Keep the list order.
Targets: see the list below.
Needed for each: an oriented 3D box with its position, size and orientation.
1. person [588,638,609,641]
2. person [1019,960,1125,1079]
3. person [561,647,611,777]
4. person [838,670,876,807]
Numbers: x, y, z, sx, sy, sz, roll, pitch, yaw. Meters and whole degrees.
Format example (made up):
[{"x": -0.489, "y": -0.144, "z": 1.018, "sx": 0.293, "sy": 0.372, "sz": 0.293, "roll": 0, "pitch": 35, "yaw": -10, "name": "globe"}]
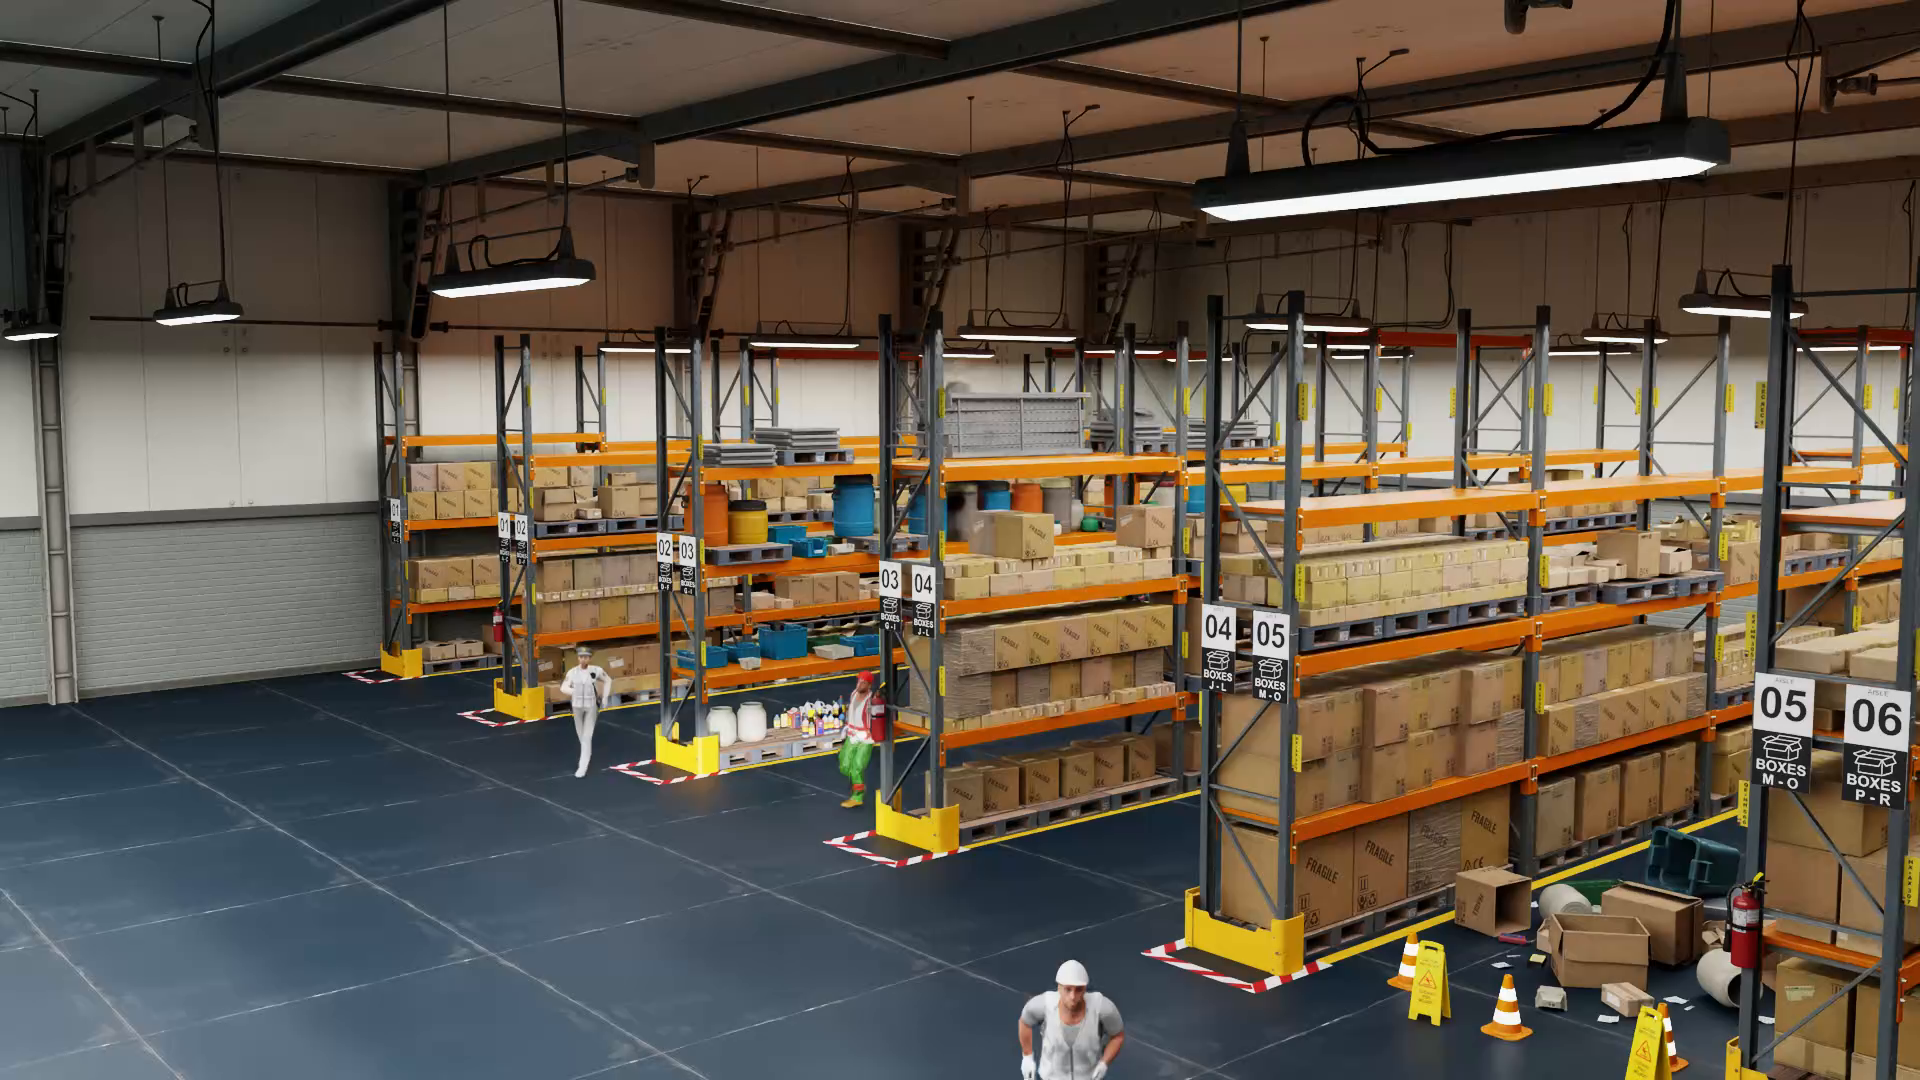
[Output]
[{"x": -6.456, "y": 1.630, "z": 29.804, "sx": 0.697, "sy": 1.731, "sz": 1.050, "roll": 4, "pitch": 6, "yaw": 36, "name": "person"}, {"x": 0.695, "y": 3.386, "z": 10.418, "sx": 0.655, "sy": 1.716, "sz": 0.835, "roll": 0, "pitch": 5, "yaw": -1, "name": "person"}, {"x": -5.034, "y": 2.258, "z": 22.368, "sx": 0.608, "sy": 1.694, "sz": 0.924, "roll": 0, "pitch": 5, "yaw": 2, "name": "person"}, {"x": -1.203, "y": 2.449, "z": 20.424, "sx": 0.659, "sy": 1.731, "sz": 0.575, "roll": 4, "pitch": 6, "yaw": 35, "name": "person"}]
